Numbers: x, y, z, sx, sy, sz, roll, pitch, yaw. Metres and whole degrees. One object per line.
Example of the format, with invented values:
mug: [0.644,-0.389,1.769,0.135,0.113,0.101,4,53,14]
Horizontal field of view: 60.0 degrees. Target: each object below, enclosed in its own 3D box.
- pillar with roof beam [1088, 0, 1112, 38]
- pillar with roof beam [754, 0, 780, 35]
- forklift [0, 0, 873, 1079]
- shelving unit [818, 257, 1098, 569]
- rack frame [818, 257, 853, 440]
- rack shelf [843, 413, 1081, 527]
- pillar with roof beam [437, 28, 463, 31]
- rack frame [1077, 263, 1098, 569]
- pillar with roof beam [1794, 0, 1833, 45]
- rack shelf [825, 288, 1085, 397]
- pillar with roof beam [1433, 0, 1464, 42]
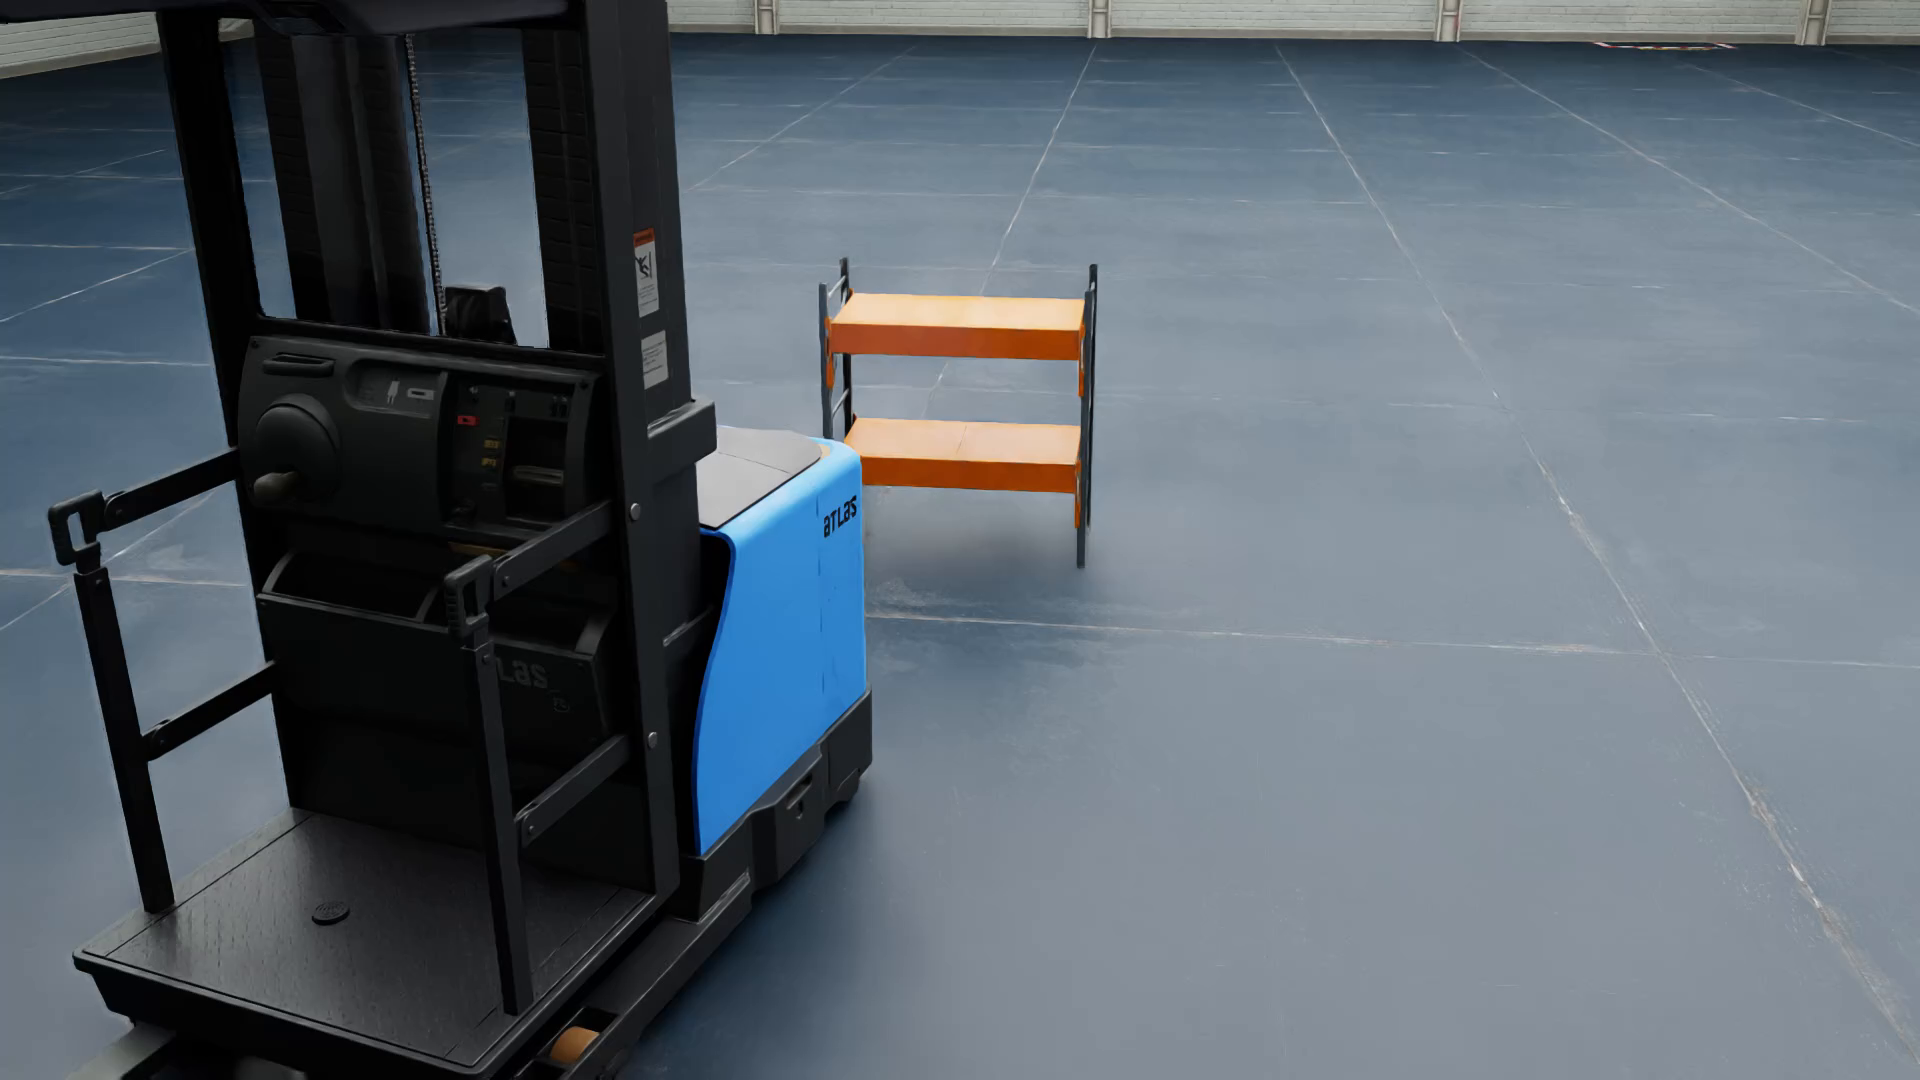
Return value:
pillar with roof beam: [1.967,-11.530,23.865,0.400,9.000,9.100,2,22,6]
pillar with roof beam: [-3.991,-11.790,24.522,0.400,9.000,9.100,2,22,6]
forklift: [-1.284,-0.207,3.476,1.130,2.935,3.031,8,23,20]
shelving unit: [0.007,-0.523,6.732,1.048,1.125,0.538,2,22,6]
rack frame: [-0.498,-0.545,6.788,0.032,1.125,0.500,2,22,6]
rack shelf: [0.007,-0.295,6.822,1.000,0.278,0.538,2,22,6]
pillar with roof beam: [-9.949,-12.050,25.178,0.400,9.000,9.100,2,22,6]
rack frame: [0.512,-0.501,6.677,0.032,1.125,0.500,2,22,6]
pillar with roof beam: [13.884,-11.011,22.552,0.400,9.000,9.100,2,22,6]
rack shelf: [0.007,-0.795,6.625,1.000,0.278,0.538,2,22,6]
pillar with roof beam: [7.926,-11.271,23.209,0.400,9.000,9.100,2,22,6]
